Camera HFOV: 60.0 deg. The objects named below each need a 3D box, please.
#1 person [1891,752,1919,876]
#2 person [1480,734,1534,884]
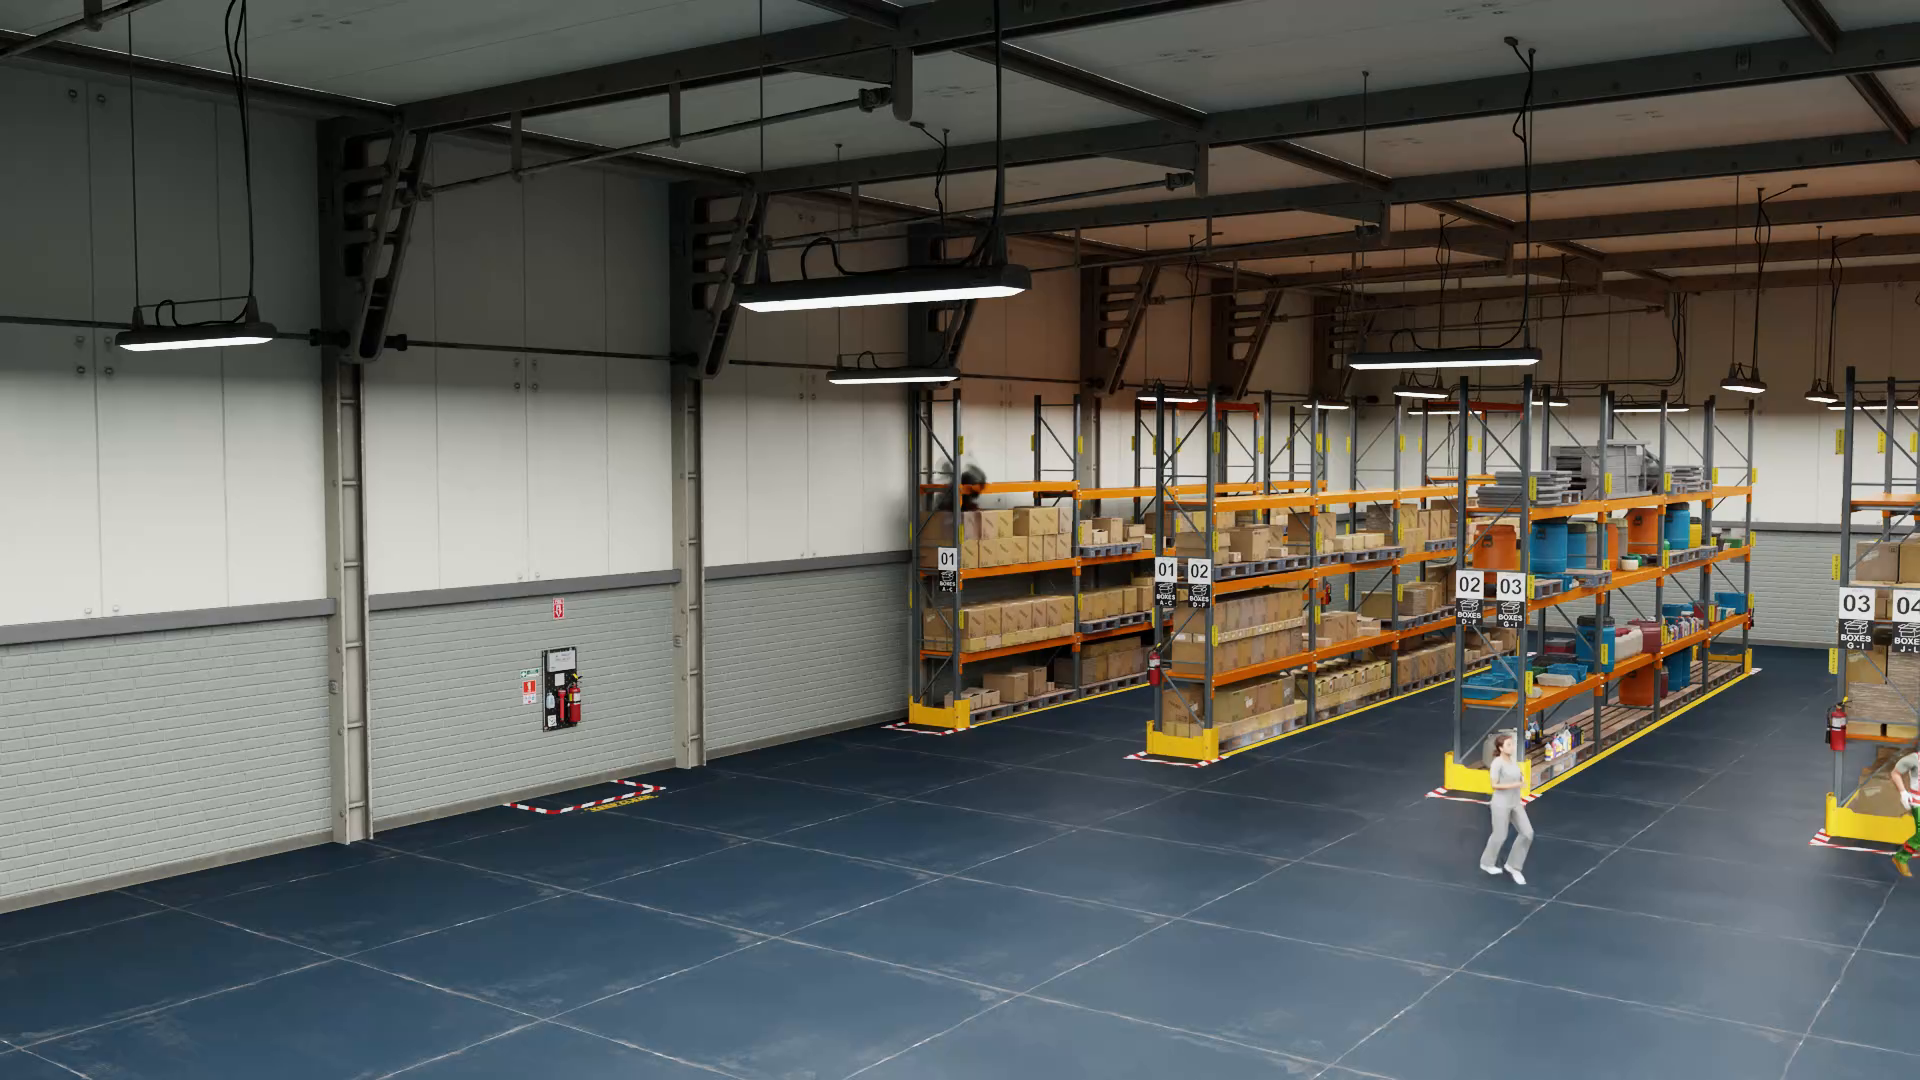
[{"bbox_3d":[10.908,3.030,18.807,0.626,1.809,0.898,-1,3,-11],"label":"person"},{"bbox_3d":[6.279,3.080,19.087,0.544,1.705,0.691,-2,4,-29],"label":"person"}]
